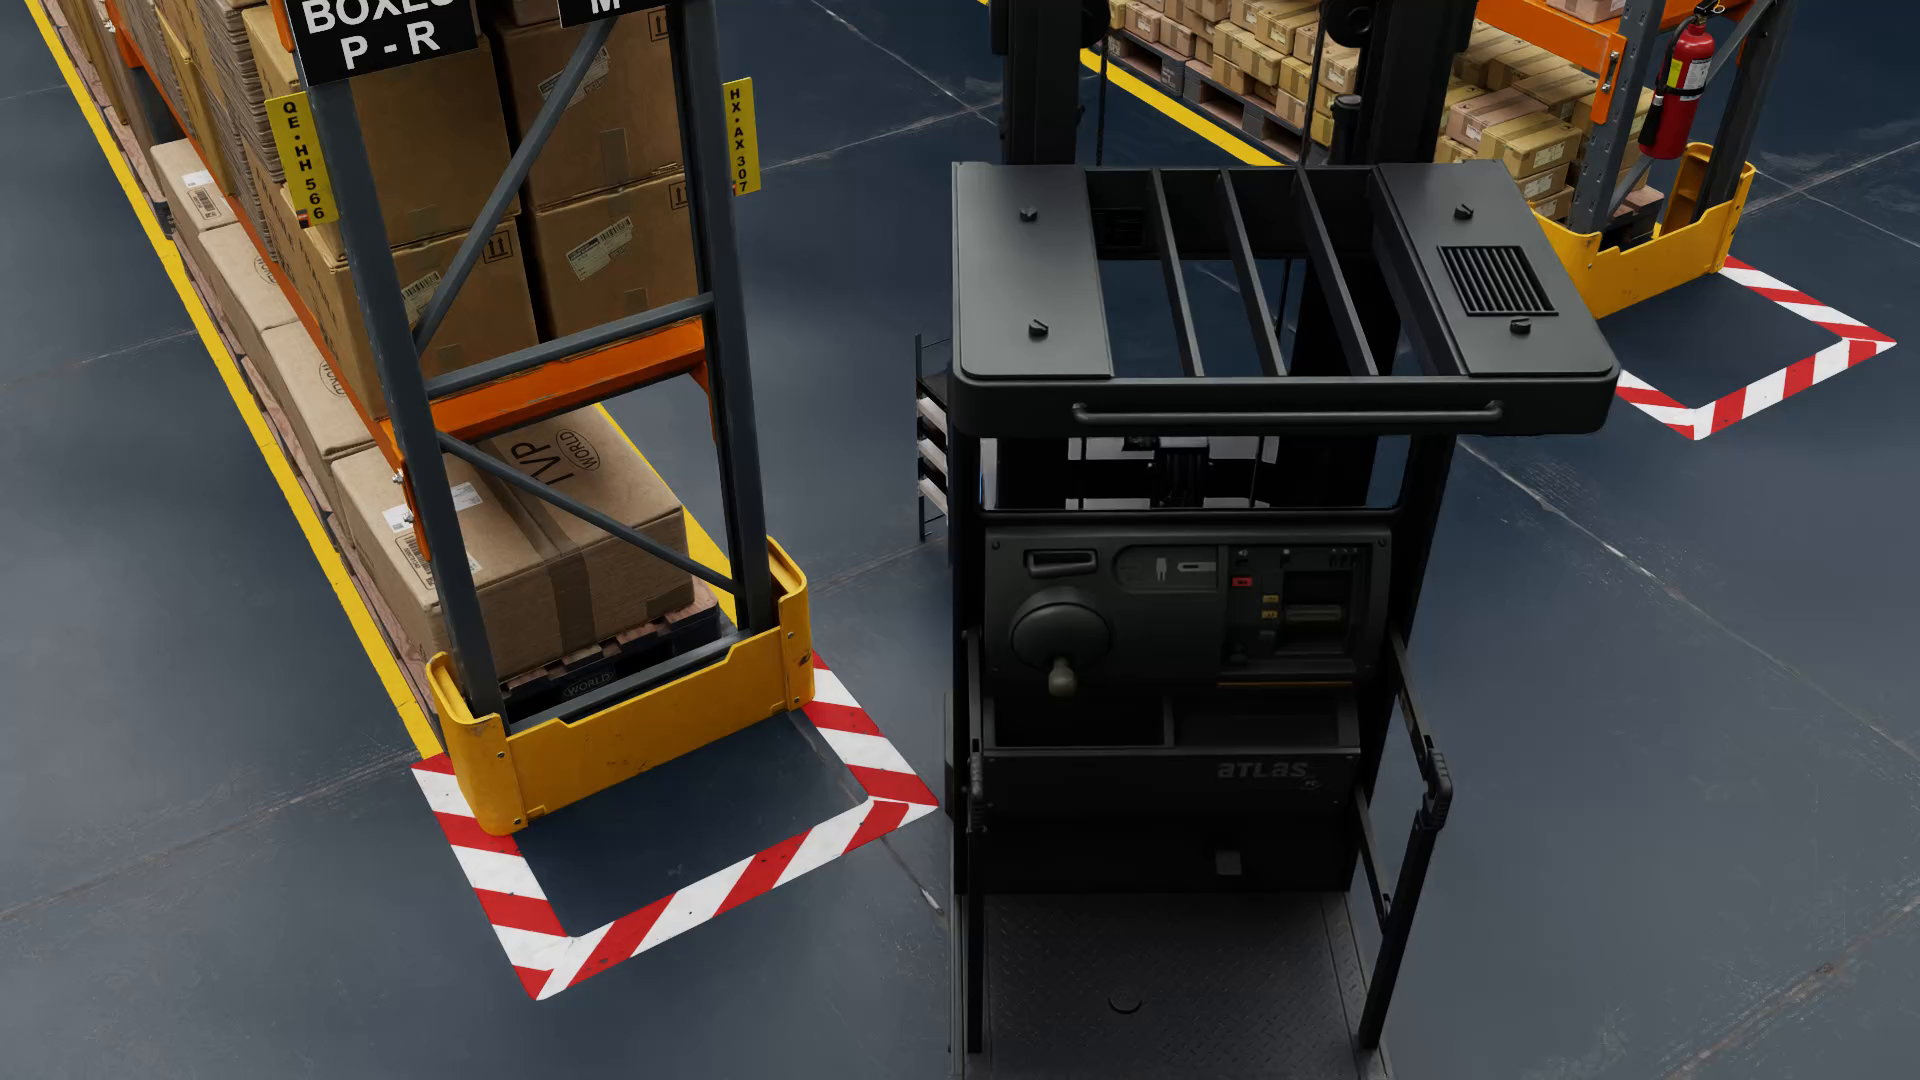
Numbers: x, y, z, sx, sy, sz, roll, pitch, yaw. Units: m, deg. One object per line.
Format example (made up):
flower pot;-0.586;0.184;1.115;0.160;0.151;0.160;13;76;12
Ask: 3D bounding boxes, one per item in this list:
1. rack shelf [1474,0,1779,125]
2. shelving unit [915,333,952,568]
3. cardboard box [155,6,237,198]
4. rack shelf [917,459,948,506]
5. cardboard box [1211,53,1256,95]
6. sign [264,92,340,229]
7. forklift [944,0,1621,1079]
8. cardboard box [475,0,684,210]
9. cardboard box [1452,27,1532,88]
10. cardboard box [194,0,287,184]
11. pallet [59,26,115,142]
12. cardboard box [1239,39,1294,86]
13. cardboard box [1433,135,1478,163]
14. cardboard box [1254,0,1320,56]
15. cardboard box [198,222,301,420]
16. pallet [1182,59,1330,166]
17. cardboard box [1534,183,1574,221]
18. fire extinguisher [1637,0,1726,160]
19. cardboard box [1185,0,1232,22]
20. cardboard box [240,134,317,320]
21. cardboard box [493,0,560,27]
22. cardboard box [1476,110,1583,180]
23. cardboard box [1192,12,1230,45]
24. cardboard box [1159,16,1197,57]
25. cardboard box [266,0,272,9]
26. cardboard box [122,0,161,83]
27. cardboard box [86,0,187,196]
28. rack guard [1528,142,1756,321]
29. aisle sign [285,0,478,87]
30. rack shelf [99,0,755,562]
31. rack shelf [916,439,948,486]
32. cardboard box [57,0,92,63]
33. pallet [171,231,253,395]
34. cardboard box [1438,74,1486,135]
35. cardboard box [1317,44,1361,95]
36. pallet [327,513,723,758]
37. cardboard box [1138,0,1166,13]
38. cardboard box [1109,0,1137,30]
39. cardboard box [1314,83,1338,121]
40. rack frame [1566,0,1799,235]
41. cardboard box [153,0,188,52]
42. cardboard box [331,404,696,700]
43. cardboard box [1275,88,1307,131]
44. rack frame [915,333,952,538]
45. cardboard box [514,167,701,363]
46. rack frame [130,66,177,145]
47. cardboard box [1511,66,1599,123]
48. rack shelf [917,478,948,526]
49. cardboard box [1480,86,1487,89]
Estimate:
rack shelf;1.981;-3.087;8.173;1.077;0.370;4.000;-22;45;-24
shelving unit;0.004;-0.341;5.957;0.258;0.900;0.210;-22;45;-24
cardboard box;-2.376;-1.557;5.698;0.500;0.500;0.500;-21;44;-23
rack shelf;0.004;-0.247;6.036;0.258;0.077;0.200;-22;45;-24
cardboard box;1.563;-2.515;8.824;0.380;0.149;0.250;-23;45;-26
sign;-1.528;-0.882;3.875;0.100;0.325;0.005;-22;45;-24
forklift;0.527;0.241;3.671;1.130;2.935;3.031;0;40;0
cardboard box;-1.081;-1.305;4.614;0.500;0.500;0.500;-23;45;-25
cardboard box;2.581;-2.371;8.186;0.380;0.149;0.250;-24;46;-26
cardboard box;-1.828;-1.398;4.725;0.500;0.500;0.500;-22;45;-24
pallet;-4.352;-2.663;9.280;1.003;0.211;1.213;-22;45;-24
cardboard box;1.668;-2.489;8.561;0.380;0.149;0.250;-22;44;-24
cardboard box;2.437;-1.810;7.746;0.380;0.149;0.250;-23;45;-25
cardboard box;1.735;-2.628;8.494;0.380;0.149;0.250;-22;45;-24
cardboard box;-2.484;-1.002;6.783;0.875;0.438;0.875;-24;45;-26
pallet;1.957;-2.362;8.919;1.003;0.211;1.213;-22;45;-24
cardboard box;2.598;-1.562;7.680;0.380;0.149;0.250;-21;44;-24
fire extinguisher;2.803;-1.816;6.438;0.296;0.674;0.183;-22;45;-24
cardboard box;1.419;-2.893;8.813;0.380;0.149;0.250;-21;44;-24
cardboard box;-1.802;-1.009;5.040;0.500;0.500;0.500;-23;45;-25
cardboard box;-1.020;-1.484;4.322;0.380;0.149;0.250;-21;44;-24
cardboard box;2.558;-1.777;7.473;0.380;0.149;0.250;-22;44;-24
cardboard box;1.475;-2.789;8.921;0.380;0.149;0.250;-20;44;-22
cardboard box;1.330;-2.822;9.192;0.380;0.149;0.250;-23;45;-25
cardboard box;-1.581;-1.450;4.282;0.380;0.149;0.250;-21;44;-24
cardboard box;-2.915;-2.106;6.356;0.500;0.500;0.500;-22;45;-24
cardboard box;-3.614;-2.336;8.042;0.875;0.875;0.875;-21;44;-23
rack guard;3.016;-1.364;7.497;1.175;0.500;0.348;-22;45;-24
aisle sign;-1.285;-1.378;3.530;0.394;0.787;0.004;-22;45;-24
rack shelf;-2.138;-1.328;6.063;1.077;0.370;4.000;-22;45;-24
rack shelf;0.004;-0.316;5.978;0.258;0.077;0.200;-22;45;-24
cardboard box;-4.587;-3.304;9.203;0.875;0.875;0.875;-22;44;-24
pallet;-2.871;-1.176;7.496;1.003;0.211;1.213;-22;45;-24
cardboard box;2.225;-2.028;7.775;0.380;0.149;0.250;-23;45;-25
cardboard box;1.948;-2.316;8.120;0.380;0.149;0.250;-21;44;-23
pallet;-1.559;0.141;5.915;1.003;0.211;1.213;-22;45;-24
cardboard box;1.204;-3.092;9.284;0.380;0.149;0.250;-22;45;-25
cardboard box;0.974;-3.058;9.476;0.380;0.149;0.250;-21;44;-23
cardboard box;1.962;-2.206;8.220;0.380;0.149;0.250;-22;44;-24
rack frame;3.057;-2.284;6.647;1.000;3.000;0.127;-22;45;-24
cardboard box;-2.360;-1.938;5.374;0.500;0.500;0.500;-23;45;-25
cardboard box;-1.502;-0.024;5.609;0.875;0.438;0.875;-24;45;-26
cardboard box;1.841;-2.238;8.491;0.380;0.149;0.250;-21;44;-24
rack frame;-0.050;-0.396;6.023;0.240;0.900;0.006;-22;45;-24
cardboard box;-1.079;-0.921;4.935;0.500;0.500;0.500;-23;45;-25
rack frame;-3.213;-2.684;7.128;1.000;3.000;0.127;-22;45;-24
cardboard box;2.812;-2.085;7.844;0.380;0.149;0.250;-21;44;-24
rack shelf;0.004;-0.177;6.093;0.258;0.077;0.200;-22;45;-24
cardboard box;2.639;-2.280;8.309;0.380;0.149;0.250;-21;44;-23
